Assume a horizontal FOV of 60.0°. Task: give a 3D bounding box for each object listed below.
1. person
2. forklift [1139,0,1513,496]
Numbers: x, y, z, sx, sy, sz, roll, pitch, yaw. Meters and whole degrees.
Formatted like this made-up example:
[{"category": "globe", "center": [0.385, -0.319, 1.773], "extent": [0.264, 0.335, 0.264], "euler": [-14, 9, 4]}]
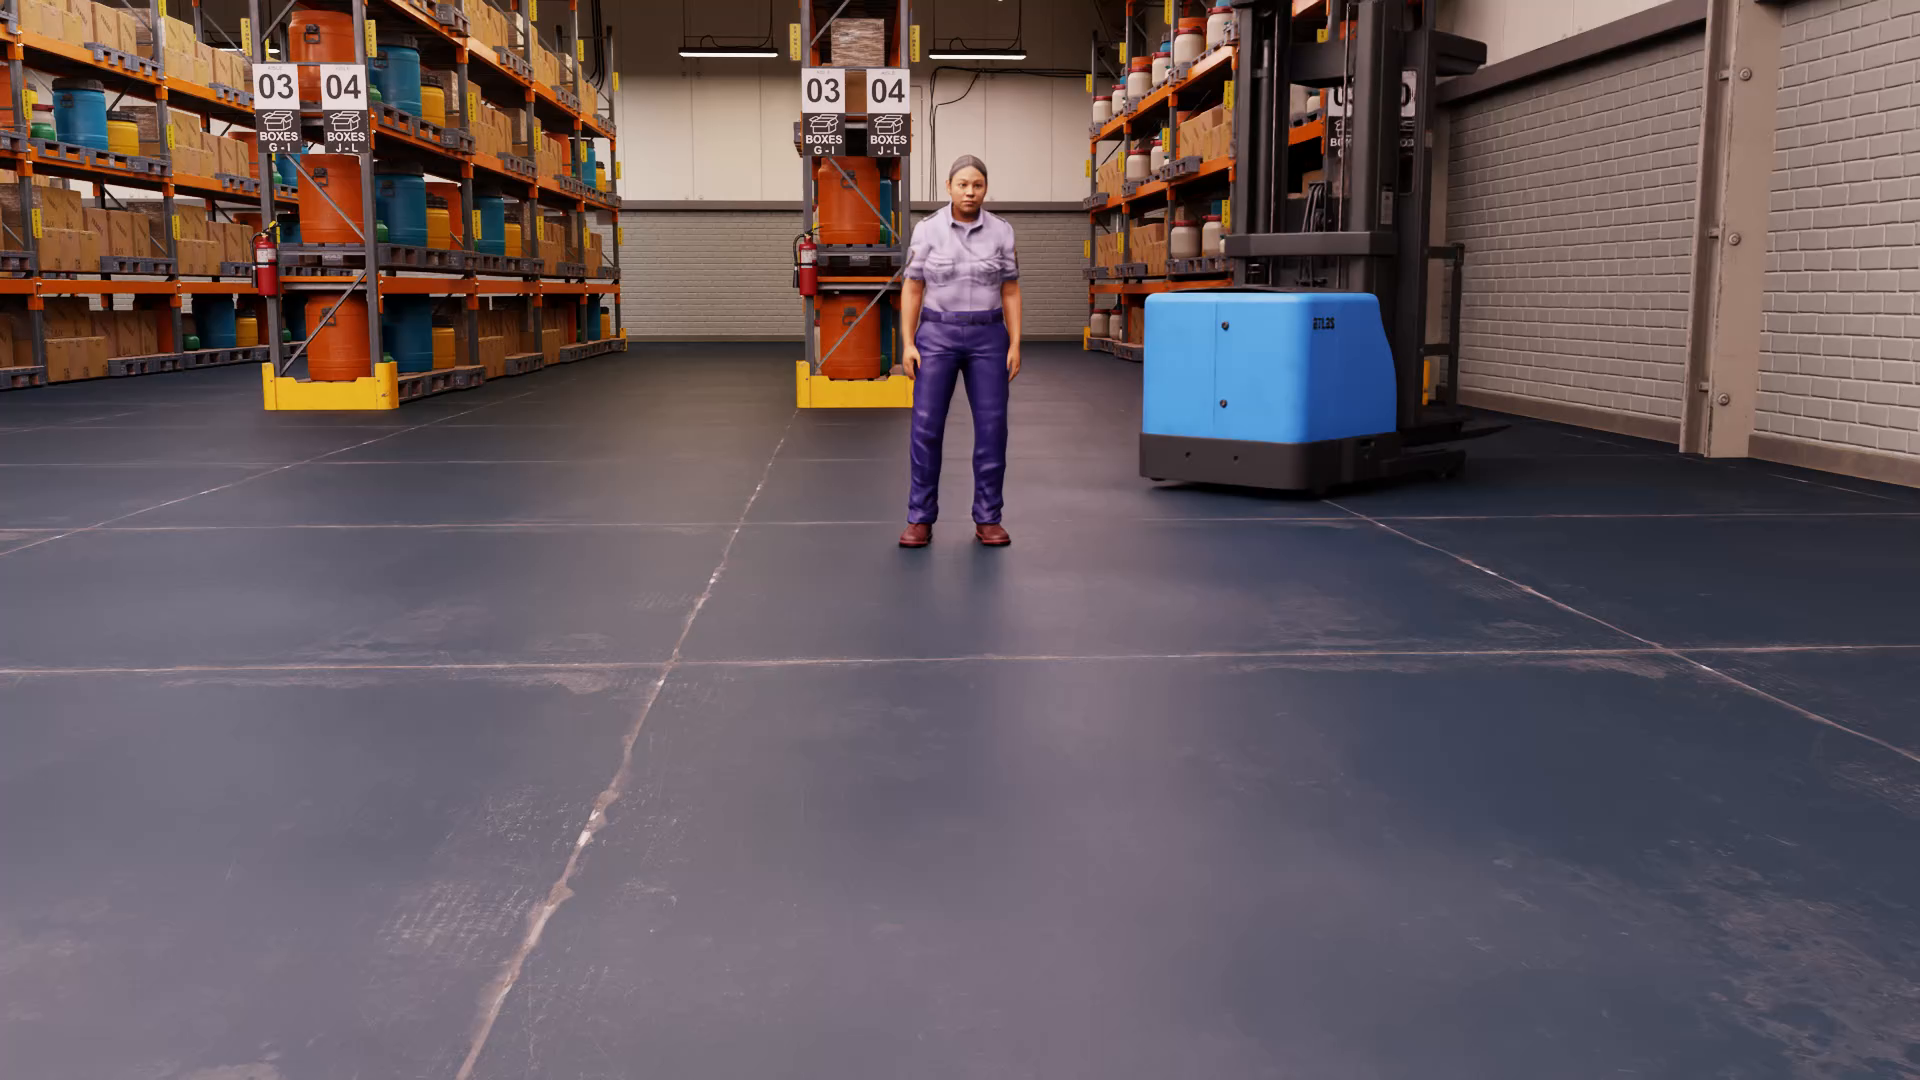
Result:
[{"category": "person", "center": [0.000, -0.811, 7.160], "extent": [0.546, 1.651, 0.373], "euler": [-1, 8, -5]}, {"category": "forklift", "center": [2.349, -1.846, 9.765], "extent": [1.130, 2.935, 3.031], "euler": [7, 11, 41]}]
